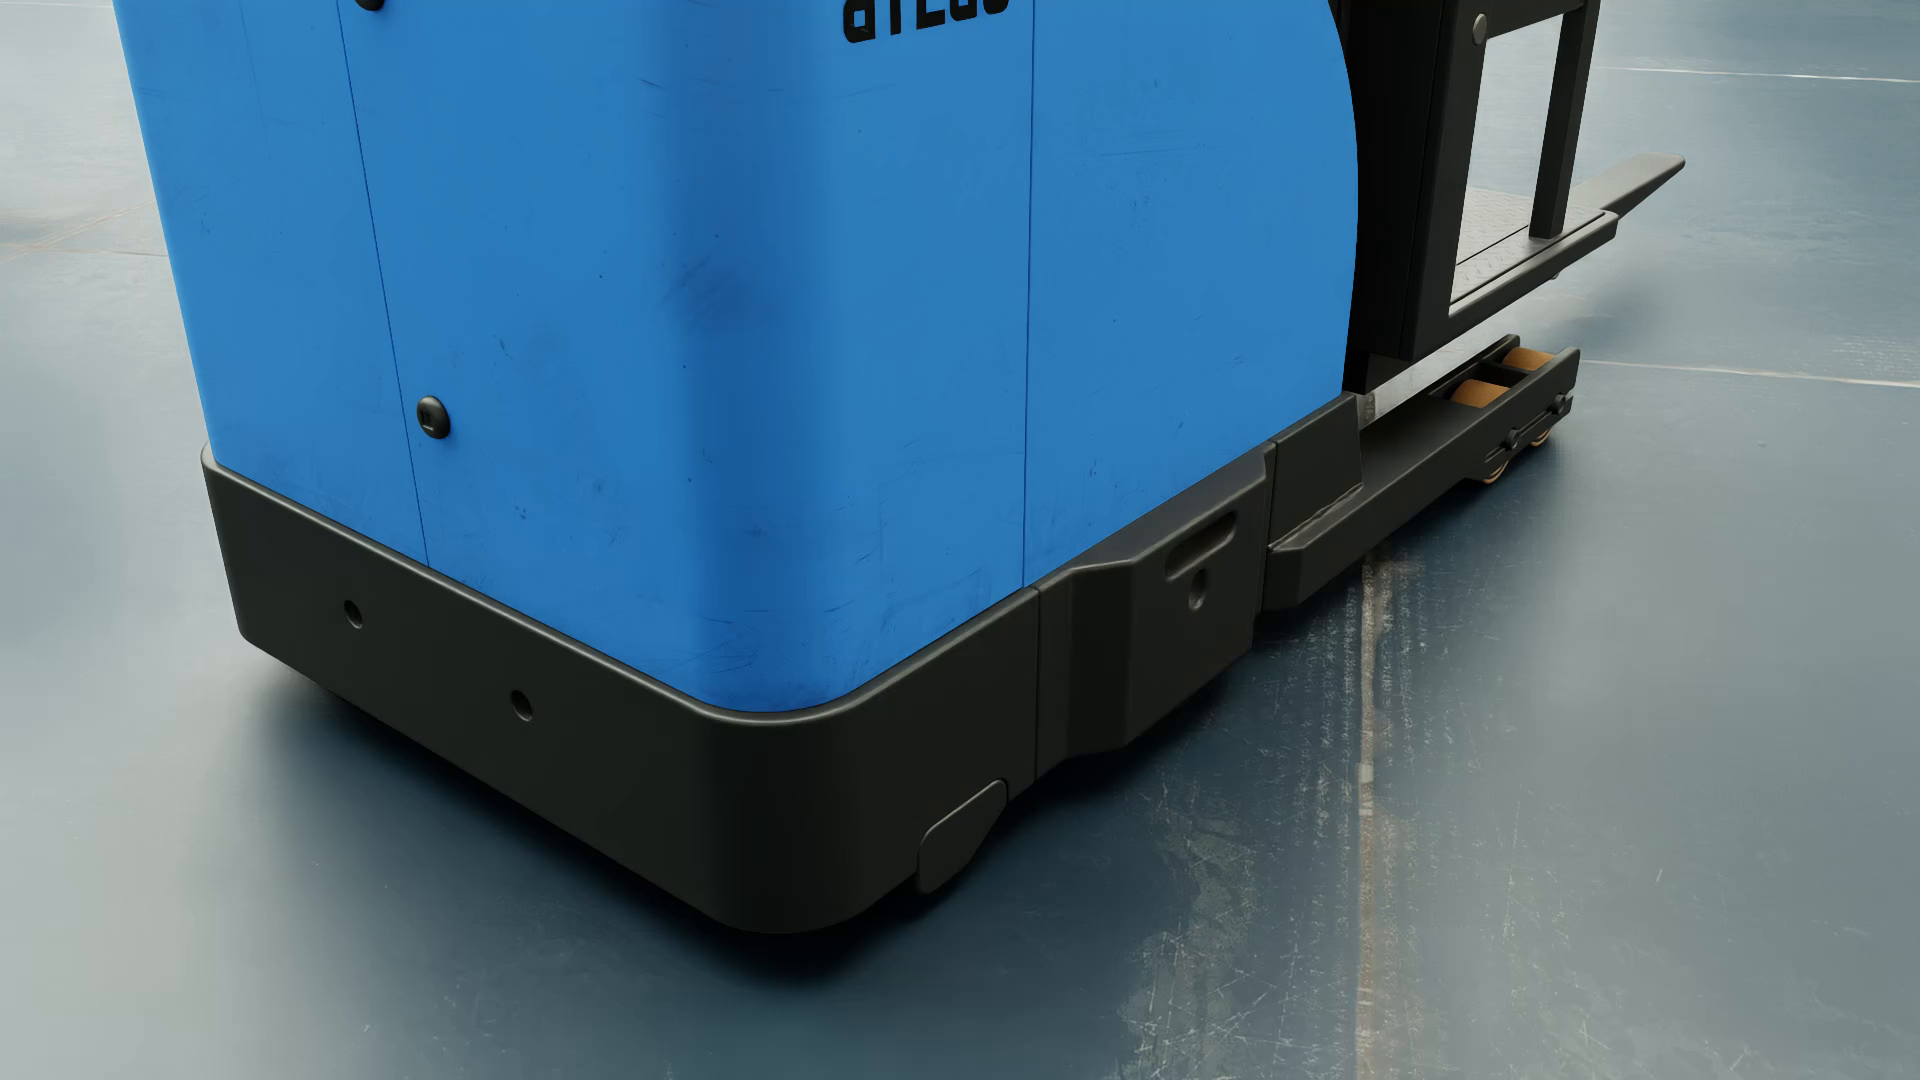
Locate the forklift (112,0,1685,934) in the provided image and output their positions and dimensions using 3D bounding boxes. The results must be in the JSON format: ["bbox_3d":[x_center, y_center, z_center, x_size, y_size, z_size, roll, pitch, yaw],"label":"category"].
[{"bbox_3d":[0.391,-1.525,2.269,1.130,2.935,3.031,20,33,34],"label":"forklift"}]
